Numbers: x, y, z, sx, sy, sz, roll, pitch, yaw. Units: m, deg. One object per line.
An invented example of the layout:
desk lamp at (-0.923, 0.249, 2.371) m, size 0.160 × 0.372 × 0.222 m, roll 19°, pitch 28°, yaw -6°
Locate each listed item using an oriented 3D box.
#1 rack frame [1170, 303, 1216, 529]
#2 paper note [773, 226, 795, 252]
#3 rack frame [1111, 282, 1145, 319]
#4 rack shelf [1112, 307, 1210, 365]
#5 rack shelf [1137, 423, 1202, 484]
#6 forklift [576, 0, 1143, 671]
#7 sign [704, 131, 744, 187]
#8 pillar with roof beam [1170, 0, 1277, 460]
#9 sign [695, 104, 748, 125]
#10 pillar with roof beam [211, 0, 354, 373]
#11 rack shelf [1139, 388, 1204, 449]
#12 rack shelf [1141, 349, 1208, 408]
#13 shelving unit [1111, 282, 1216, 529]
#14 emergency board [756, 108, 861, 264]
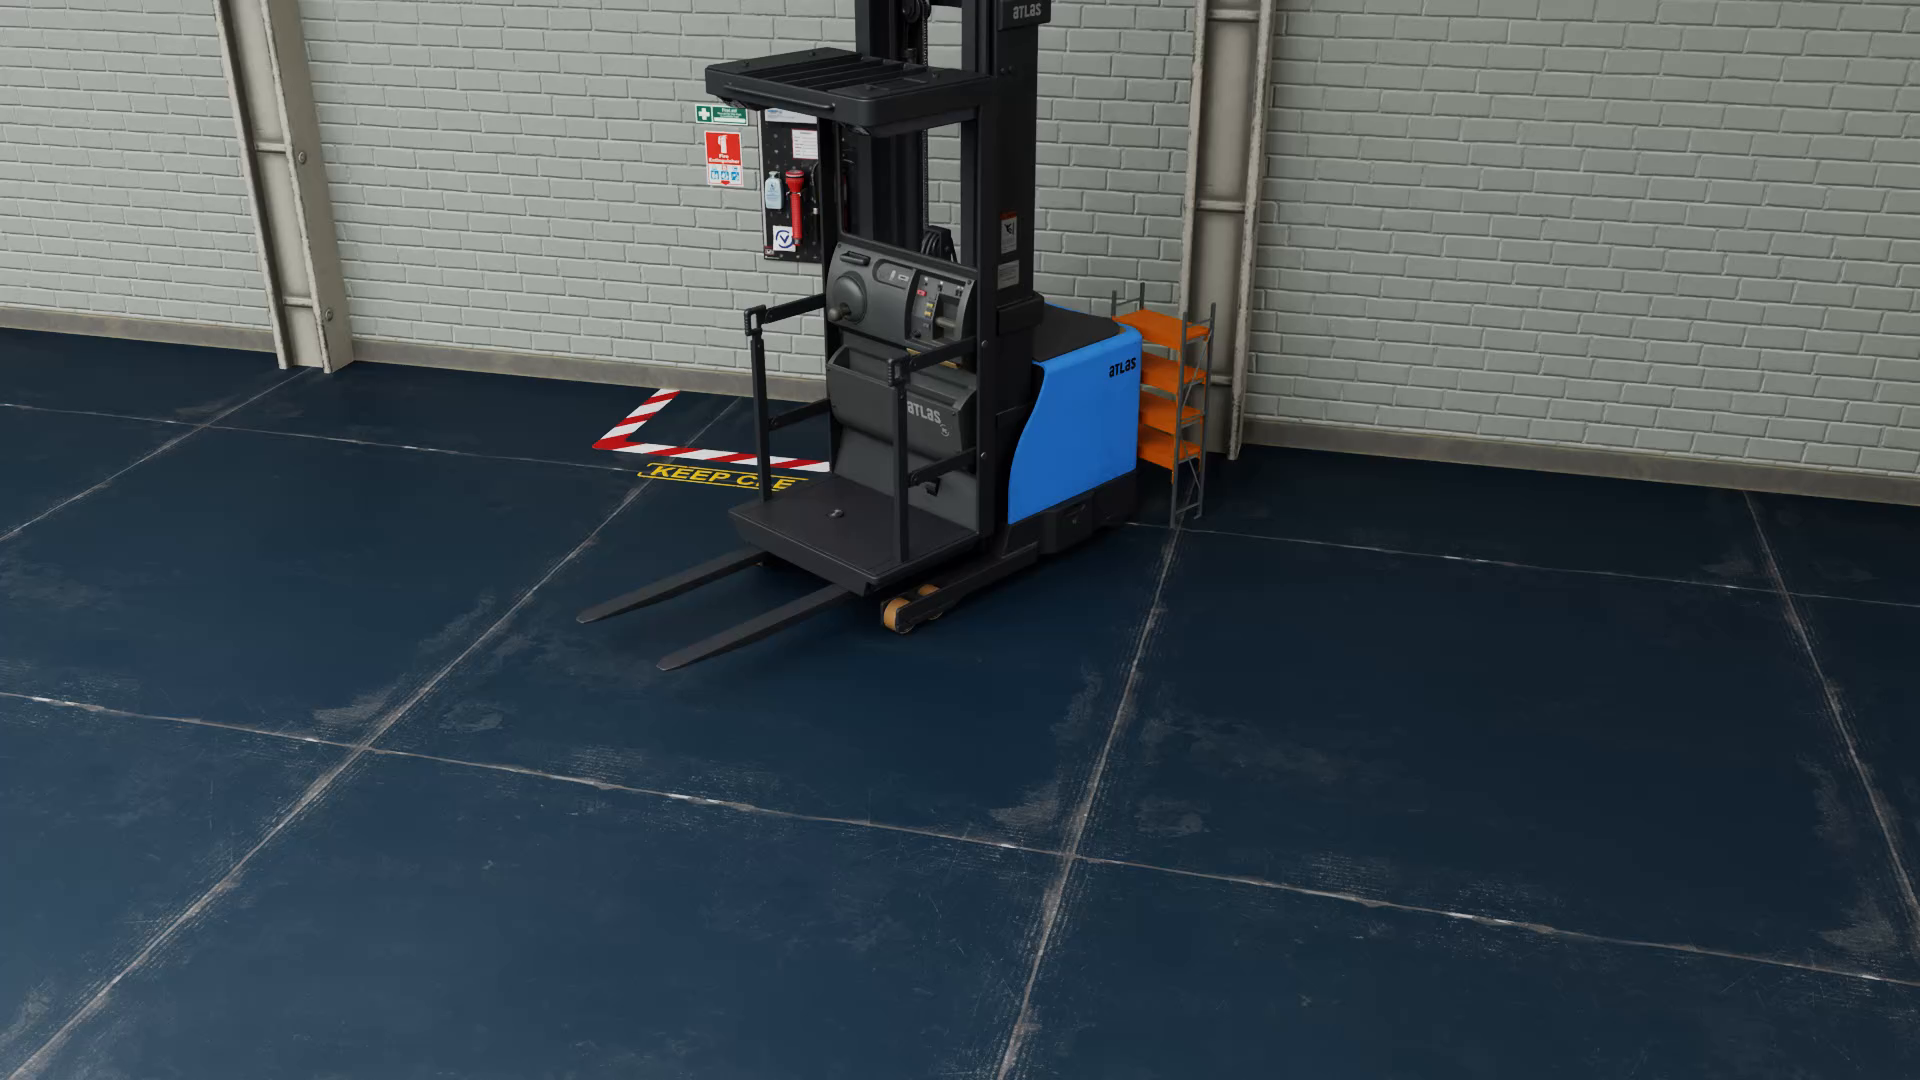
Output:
rack frame at (1.216, -0.638, 8.694) m, size 0.240 × 1.200 × 0.015 m, roll -21°, pitch 33°, yaw -37°
paper note at (-1.073, -1.839, 10.148) m, size 0.142 × 0.148 × 0.016 m, roll 6°, pitch 26°, yaw 13°
rack frame at (0.889, -0.793, 9.021) m, size 0.240 × 1.200 × 0.015 m, roll -21°, pitch 33°, yaw -37°
rack shelf at (1.052, -1.070, 8.688) m, size 0.258 × 0.148 × 0.480 m, roll -21°, pitch 33°, yaw -37°
rack shelf at (1.052, -0.476, 8.972) m, size 0.258 × 0.148 × 0.480 m, roll -21°, pitch 33°, yaw -37°
forklift at (-0.436, -1.132, 7.718) m, size 1.130 × 2.935 × 3.031 m, roll 23°, pitch 34°, yaw 39°
sign at (-1.429, -2.307, 10.065) m, size 0.234 × 0.329 × 0.001 m, roll 6°, pitch 26°, yaw 13°
pillar with roof beam at (0.393, -2.825, 4.215) m, size 0.400 × 9.000 × 9.100 m, roll 6°, pitch 26°, yaw 13°
sign at (-1.427, -2.542, 9.942) m, size 0.331 × 0.109 × 0.001 m, roll 6°, pitch 26°, yaw 13°
pillar with roof beam at (-5.418, -3.467, 5.564) m, size 0.400 × 9.000 × 9.100 m, roll 6°, pitch 26°, yaw 13°
rack shelf at (1.052, -0.655, 8.886) m, size 0.258 × 0.148 × 0.480 m, roll -21°, pitch 33°, yaw -37°
rack shelf at (1.052, -0.857, 8.790) m, size 0.258 × 0.148 × 0.480 m, roll -21°, pitch 33°, yaw -37°
shelving unit at (1.052, -0.716, 8.857) m, size 0.258 × 1.200 × 0.503 m, roll -21°, pitch 33°, yaw -37°
emergency board at (-0.919, -2.189, 9.858) m, size 0.643 × 1.169 × 0.194 m, roll 6°, pitch 26°, yaw 13°
